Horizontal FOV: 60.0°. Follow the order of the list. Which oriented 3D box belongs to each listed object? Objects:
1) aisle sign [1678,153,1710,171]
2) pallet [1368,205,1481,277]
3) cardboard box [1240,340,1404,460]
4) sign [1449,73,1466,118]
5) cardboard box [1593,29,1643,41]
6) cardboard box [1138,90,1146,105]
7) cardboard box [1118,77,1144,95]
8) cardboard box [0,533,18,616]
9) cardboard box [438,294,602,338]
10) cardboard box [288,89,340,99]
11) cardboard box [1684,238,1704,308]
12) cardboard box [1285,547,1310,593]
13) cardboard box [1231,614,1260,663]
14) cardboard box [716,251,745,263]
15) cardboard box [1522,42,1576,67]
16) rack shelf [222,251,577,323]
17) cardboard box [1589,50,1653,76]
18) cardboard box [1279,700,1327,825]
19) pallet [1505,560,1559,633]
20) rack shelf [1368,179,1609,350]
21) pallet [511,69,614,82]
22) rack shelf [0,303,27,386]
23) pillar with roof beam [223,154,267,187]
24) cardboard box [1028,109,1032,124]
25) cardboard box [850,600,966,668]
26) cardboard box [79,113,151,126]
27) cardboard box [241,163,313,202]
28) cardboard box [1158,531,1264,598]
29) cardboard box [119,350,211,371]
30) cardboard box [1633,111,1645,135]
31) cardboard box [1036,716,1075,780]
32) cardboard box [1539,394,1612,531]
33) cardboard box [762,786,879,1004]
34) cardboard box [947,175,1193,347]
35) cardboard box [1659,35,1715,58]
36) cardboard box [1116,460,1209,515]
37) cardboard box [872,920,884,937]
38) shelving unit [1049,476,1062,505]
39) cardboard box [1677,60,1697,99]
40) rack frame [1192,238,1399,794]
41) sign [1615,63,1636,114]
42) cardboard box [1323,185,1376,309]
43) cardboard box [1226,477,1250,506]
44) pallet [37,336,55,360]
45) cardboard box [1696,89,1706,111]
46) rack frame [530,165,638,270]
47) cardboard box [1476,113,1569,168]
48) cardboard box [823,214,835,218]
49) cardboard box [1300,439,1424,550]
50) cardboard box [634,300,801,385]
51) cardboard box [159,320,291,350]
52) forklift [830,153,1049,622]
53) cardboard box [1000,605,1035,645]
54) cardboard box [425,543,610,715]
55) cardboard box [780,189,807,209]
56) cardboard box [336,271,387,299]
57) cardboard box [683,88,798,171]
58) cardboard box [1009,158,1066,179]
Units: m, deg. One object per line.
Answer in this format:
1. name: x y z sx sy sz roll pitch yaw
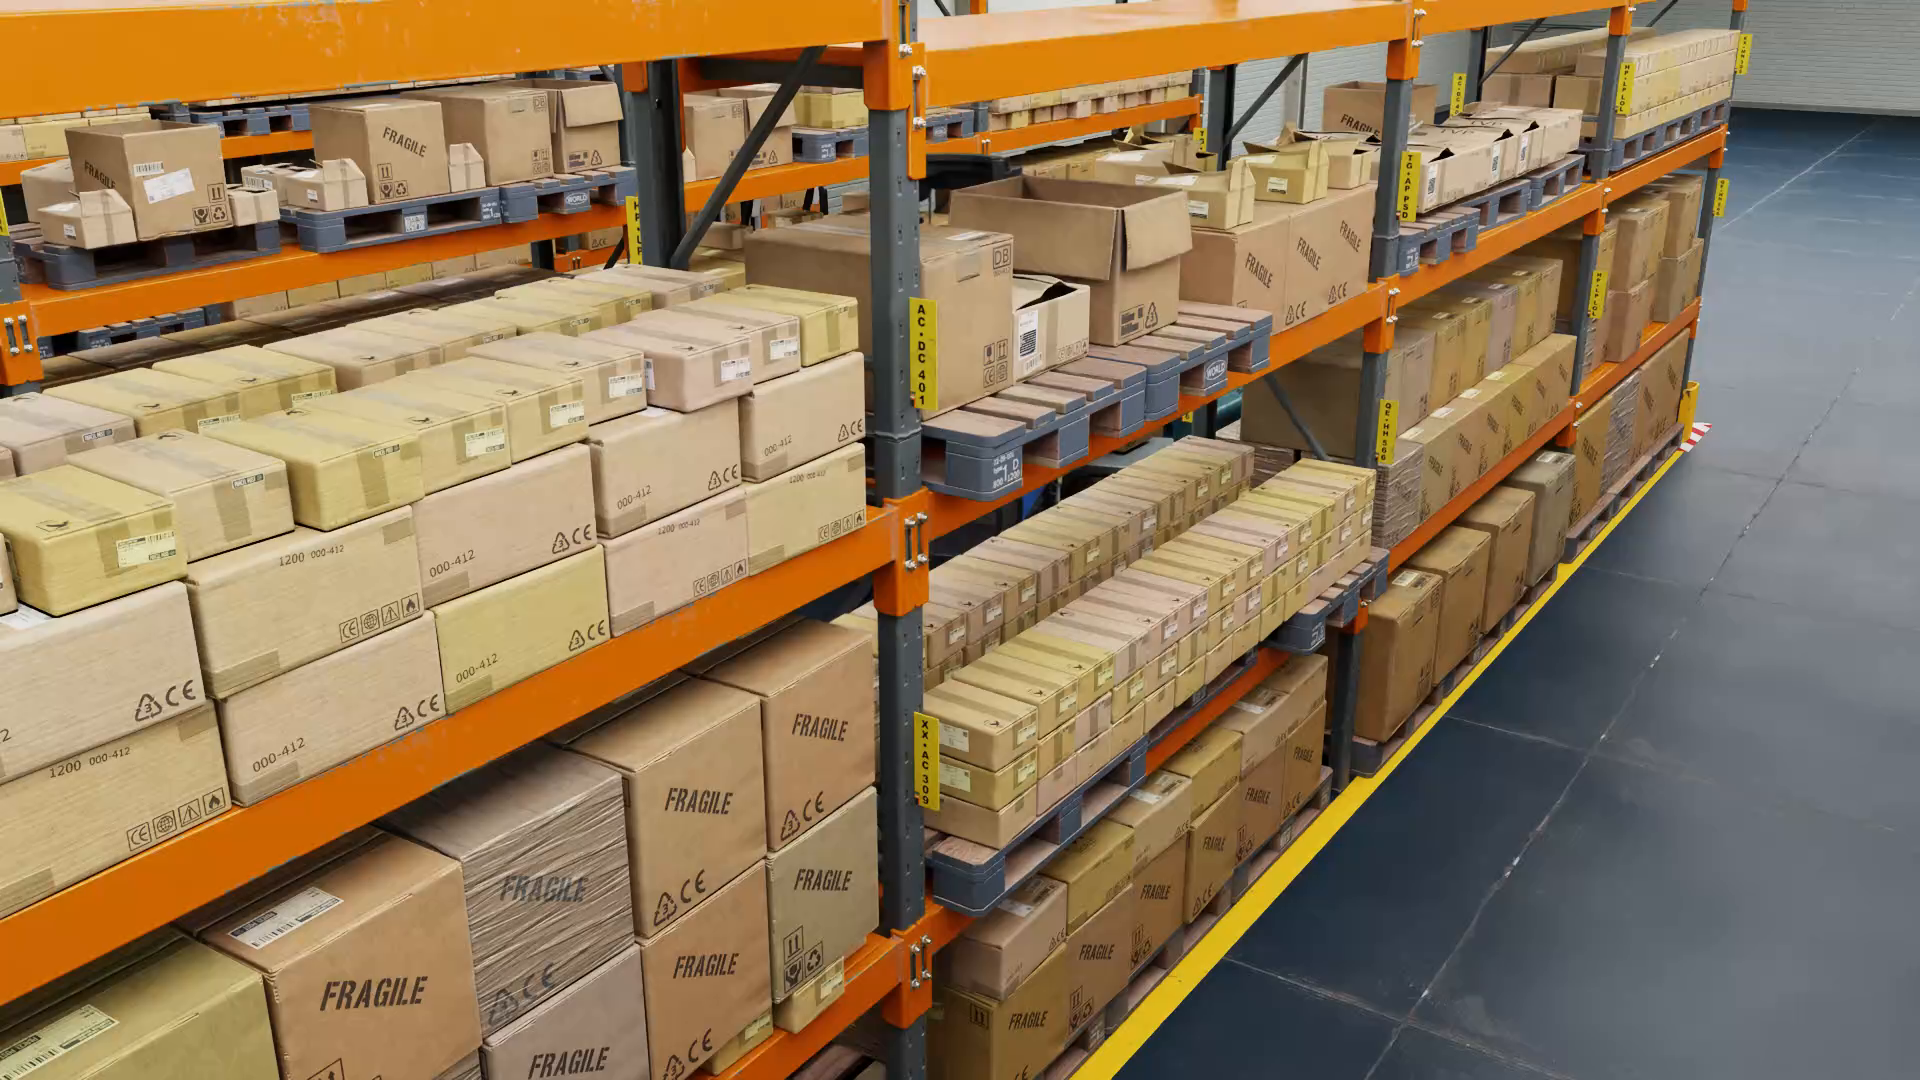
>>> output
1. aisle sign: 6.472 -3.617 14.472 0.394 0.787 0.004 13 24 32
2. pallet: 2.005 -1.654 8.860 1.213 0.211 1.003 15 25 34
3. cardboard box: 1.947 -0.783 8.973 0.700 0.500 0.500 13 24 32
4. sign: 3.475 -3.082 11.591 0.100 0.325 0.005 13 24 32
5. cardboard box: 5.448 -4.164 13.837 0.380 0.149 0.250 13 24 31
6. cardboard box: 1.576 -4.297 16.097 0.380 0.149 0.250 13 24 32
7. cardboard box: 1.397 -4.355 15.678 0.500 0.250 0.500 14 25 33
8. cardboard box: -1.874 0.051 2.900 0.380 0.149 0.250 14 25 33
9. cardboard box: -1.200 -0.560 4.552 0.380 0.149 0.250 13 24 31
10. cardboard box: -5.762 -4.066 14.216 0.700 0.500 0.500 13 24 31
11. cardboard box: 6.013 -2.391 14.688 0.875 0.550 0.550 13 24 32
12. cardboard box: 1.350 0.096 7.509 0.380 0.149 0.250 13 24 32
13. cardboard box: 1.064 0.379 7.174 0.380 0.149 0.250 14 25 33
14. cardboard box: -1.440 -1.849 12.261 0.500 0.500 0.500 14 24 33
15. cardboard box: 4.302 -3.578 12.254 0.380 0.149 0.250 14 24 33
16. rack shelf: -5.447 -2.280 15.642 1.077 0.370 4.000 13 24 32
17. cardboard box: 4.564 -3.307 11.520 0.380 0.149 0.250 13 24 31
18. cardboard box: 1.533 1.075 8.533 0.500 0.500 0.500 13 24 32
19. pallet: 3.564 0.256 11.769 1.003 0.211 1.213 13 24 32
20. rack shelf: 2.811 -1.784 9.976 1.077 0.370 4.000 13 24 32
21. pallet: -3.865 -4.806 17.239 1.003 0.211 1.213 13 24 32
22. rack shelf: -5.837 -0.425 6.303 1.077 0.370 4.000 13 24 32
23. pillar with roof beam: -3.023 -4.568 12.142 9.100 9.000 0.400 13 24 32
24. cardboard box: 0.404 -3.712 14.515 0.380 0.149 0.250 13 24 32
25. cardboard box: -0.200 0.345 6.408 0.380 0.149 0.250 12 24 30
26. cardboard box: -6.659 -3.186 12.946 0.500 0.250 0.500 12 24 30
27. cardboard box: -3.774 -1.995 9.243 0.380 0.166 0.250 16 25 36
28. cardboard box: 1.062 0.102 7.065 0.380 0.149 0.250 15 25 34
29. cardboard box: -3.964 -0.666 8.658 0.500 0.500 0.500 13 24 32
30. cardboard box: 4.565 -2.934 11.662 0.380 0.149 0.250 13 24 32
31. cardboard box: 0.184 0.691 5.902 0.380 0.149 0.250 13 24 31
32. cardboard box: 4.347 -0.655 12.670 0.875 0.875 0.875 14 24 33
33. cardboard box: -0.600 1.015 5.125 0.500 0.500 0.500 13 24 32
34. cardboard box: 0.415 -1.063 6.236 0.797 0.503 0.637 13 24 31
35. cardboard box: 5.704 -3.889 13.094 0.380 0.149 0.250 13 24 32
36. cardboard box: 0.976 -0.257 8.034 0.380 0.149 0.250 13 24 32
37. cardboard box: -0.352 1.368 6.660 0.500 0.250 0.500 13 24 30
38. shelving unit: 0.810 -1.089 13.345 0.431 0.755 1.500 22 41 -14
39. cardboard box: 5.291 -3.529 12.696 0.500 0.250 0.500 14 24 32
40. rack frame: 1.687 -0.140 8.821 1.000 3.000 0.127 13 24 32
41. sign: 4.390 -2.982 10.980 0.100 0.325 0.005 13 24 32
42. cardboard box: 1.576 -1.381 7.706 0.500 0.500 0.500 13 24 32
43. cardboard box: 1.249 -0.260 8.471 0.380 0.149 0.250 15 25 34
44. pallet: -7.661 -1.395 12.489 1.003 0.211 1.213 13 24 32
45. cardboard box: 5.705 -3.515 13.233 0.380 0.149 0.250 13 24 31
46. rack frame: -2.464 -1.077 11.352 1.000 3.000 0.127 13 24 32
47. cardboard box: 3.423 -2.471 10.265 0.500 0.250 0.500 13 24 31
48. cardboard box: -0.997 -2.385 13.712 0.500 0.500 0.500 13 24 32
49. cardboard box: 2.162 -0.263 9.009 0.500 0.500 0.500 14 24 32
50. cardboard box: -0.652 -0.530 4.470 0.380 0.149 0.250 14 24 33
51. cardboard box: -4.083 -0.914 9.326 0.500 0.500 0.500 14 25 33
52. forklift: -0.145 -1.106 11.531 1.130 2.935 3.031 5 21 13
53. cardboard box: 0.085 0.336 6.861 0.380 0.149 0.250 12 23 29
54. cardboard box: -1.190 0.151 3.925 0.500 0.250 0.500 13 24 31
55. cardboard box: -2.134 -4.194 19.634 0.500 0.500 0.500 13 24 31
56. cardboard box: -5.549 -2.346 14.998 0.500 0.250 0.500 12 24 30
57. cardboard box: -1.630 -2.975 12.012 0.797 0.503 0.637 13 24 32
58. cardboard box: 0.516 -3.106 14.824 0.700 0.500 0.500 13 24 32
